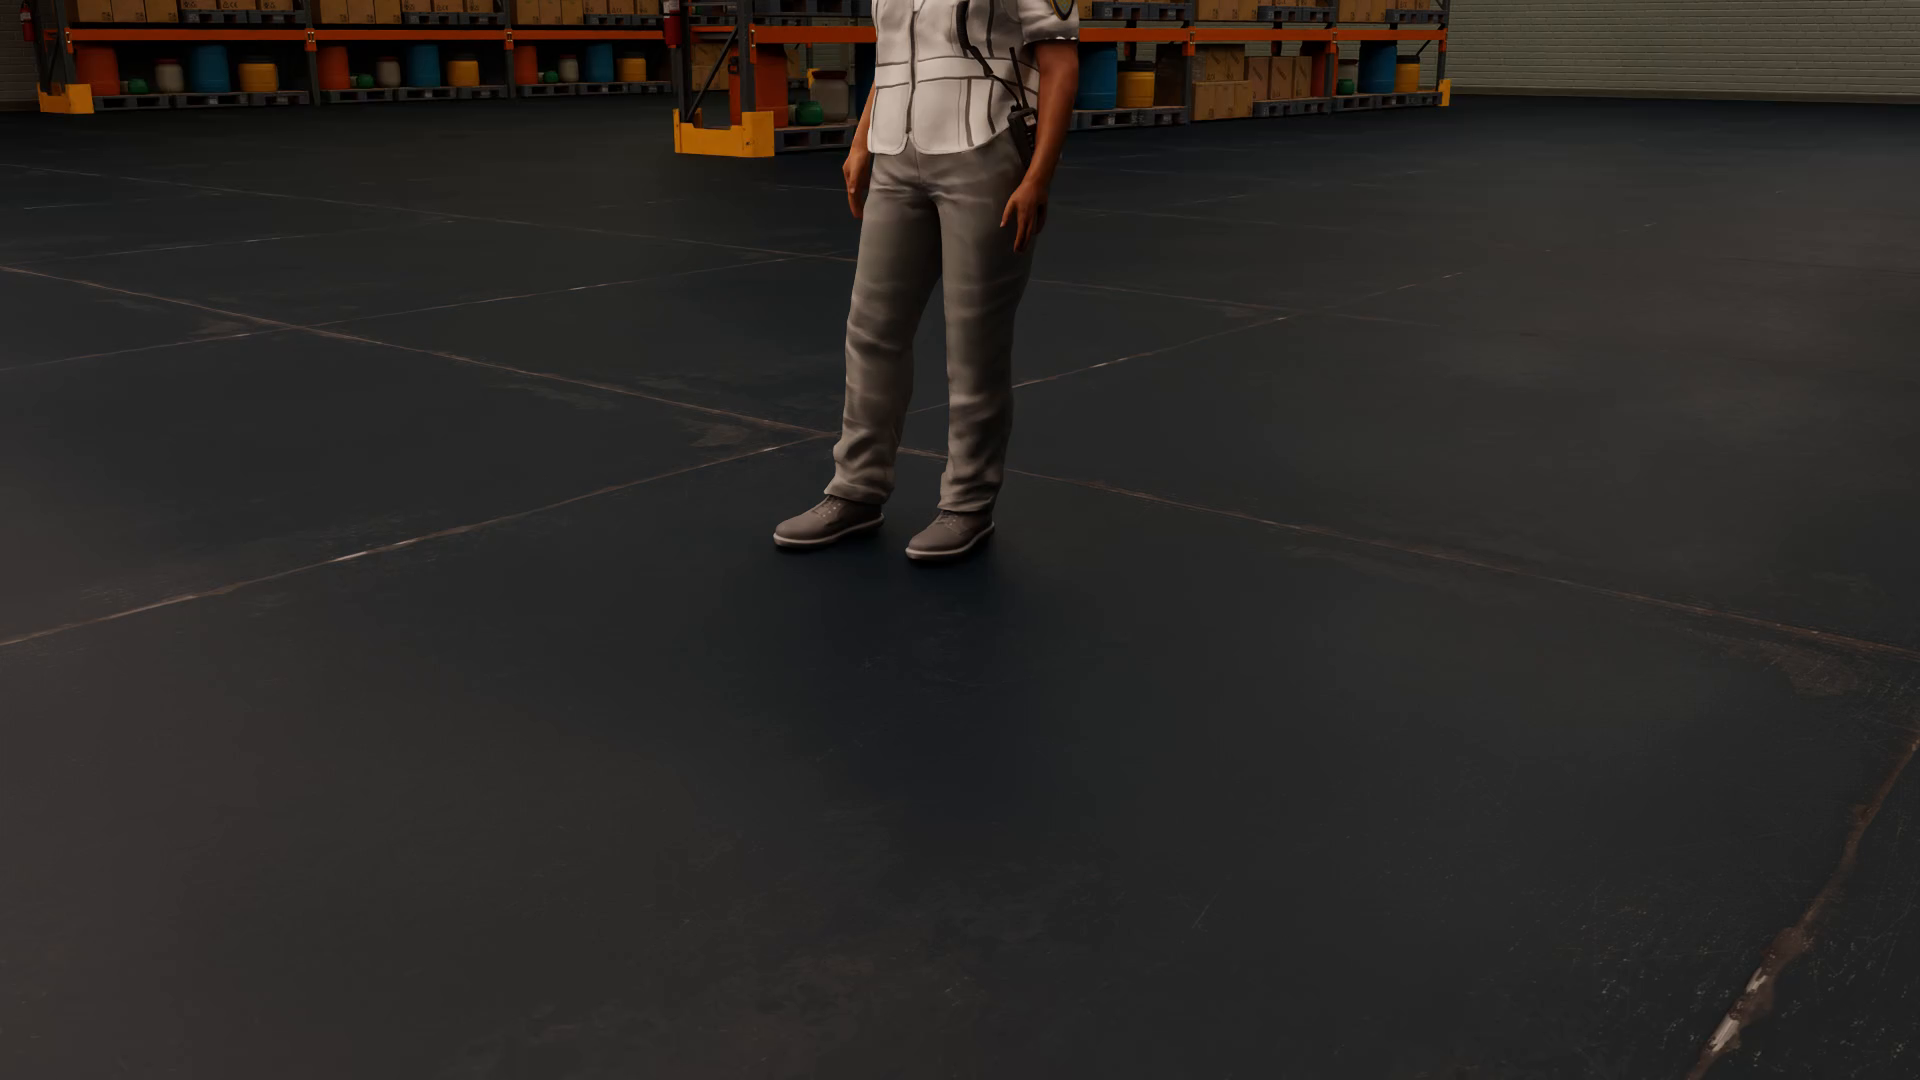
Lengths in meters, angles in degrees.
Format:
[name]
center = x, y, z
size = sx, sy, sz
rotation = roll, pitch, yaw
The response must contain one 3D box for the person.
[person]
center = -0.067, -0.791, 3.655
size = 0.598, 1.670, 0.529
rotation = 13, 21, 37
